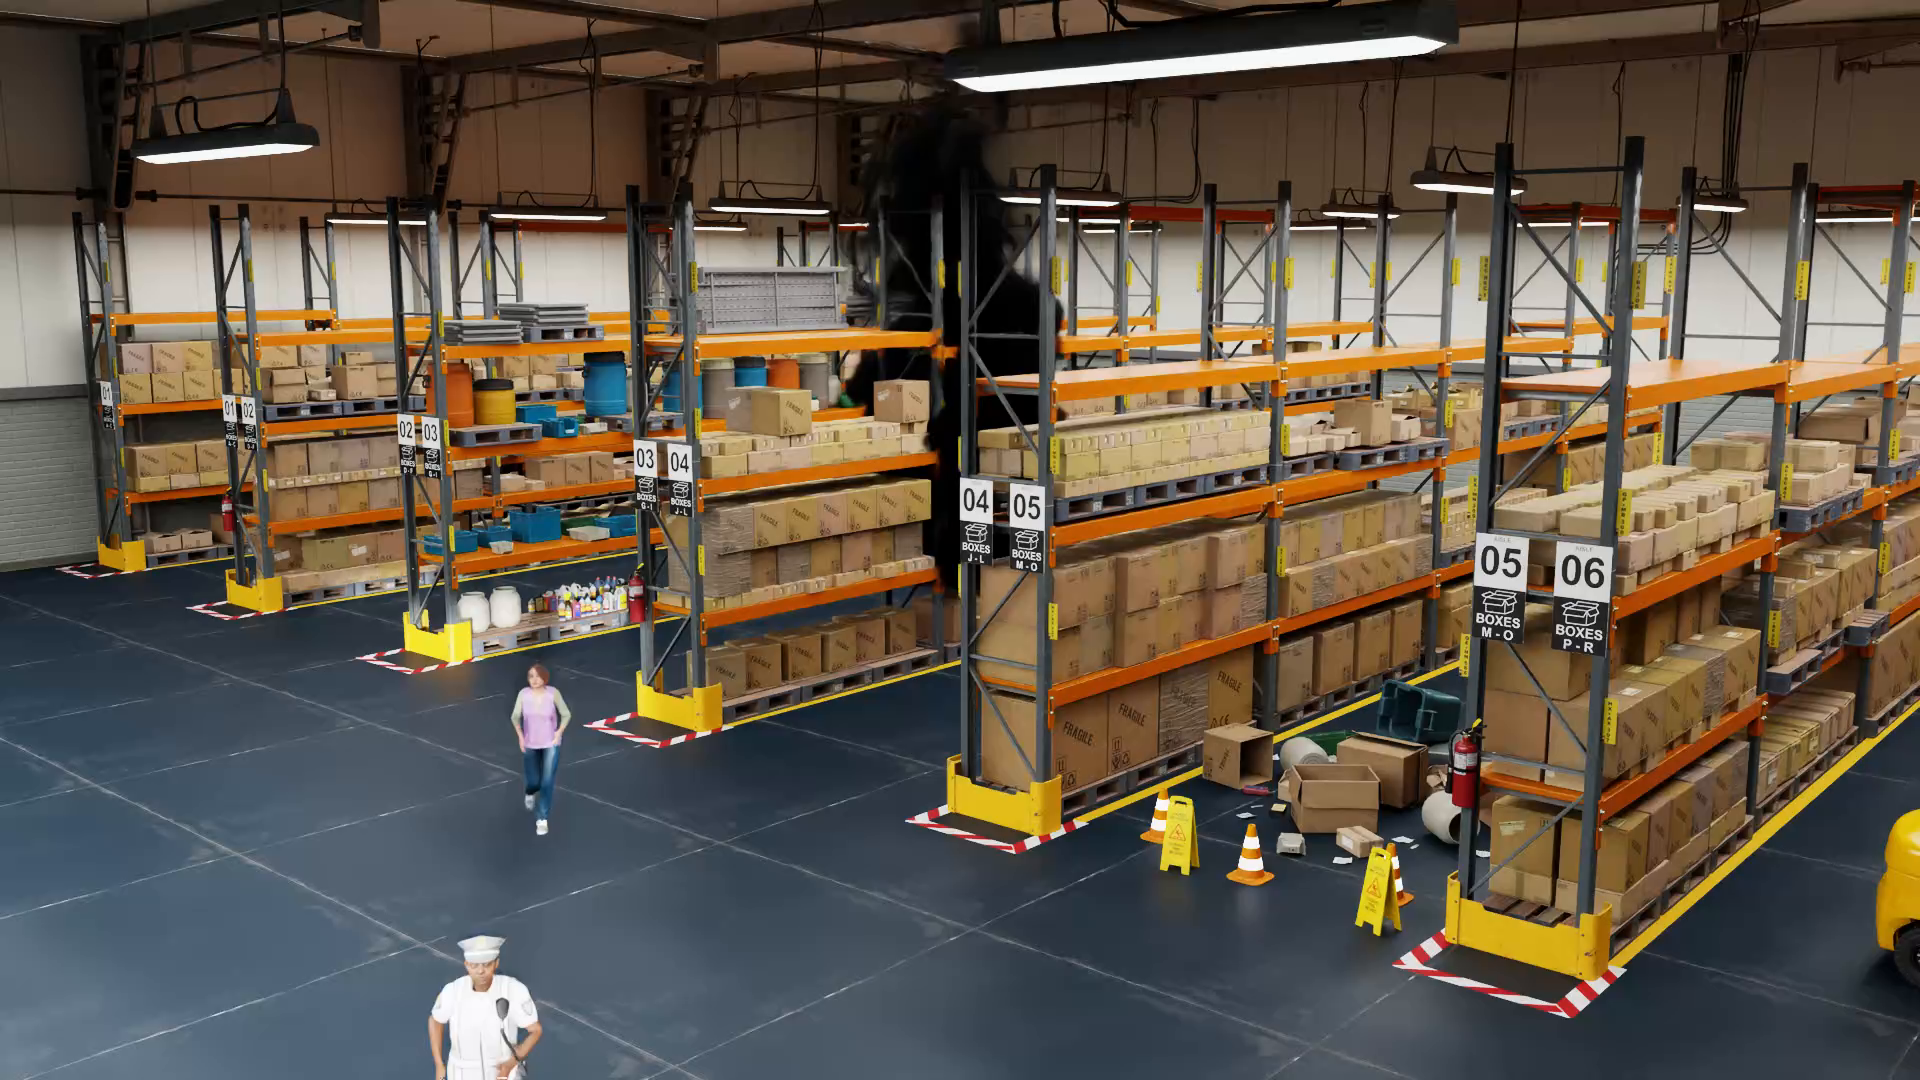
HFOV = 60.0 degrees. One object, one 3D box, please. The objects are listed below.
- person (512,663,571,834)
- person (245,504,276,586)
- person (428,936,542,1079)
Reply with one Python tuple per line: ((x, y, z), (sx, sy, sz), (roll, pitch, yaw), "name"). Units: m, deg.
((-3.840, 1.891, 15.295), (0.532, 1.572, 0.586), (-2, 10, -11), "person")
((-11.193, -0.163, 26.911), (0.662, 1.715, 0.987), (6, 11, 33), "person")
((-2.532, 2.879, 8.898), (0.597, 1.689, 0.809), (-2, 10, -12), "person")
